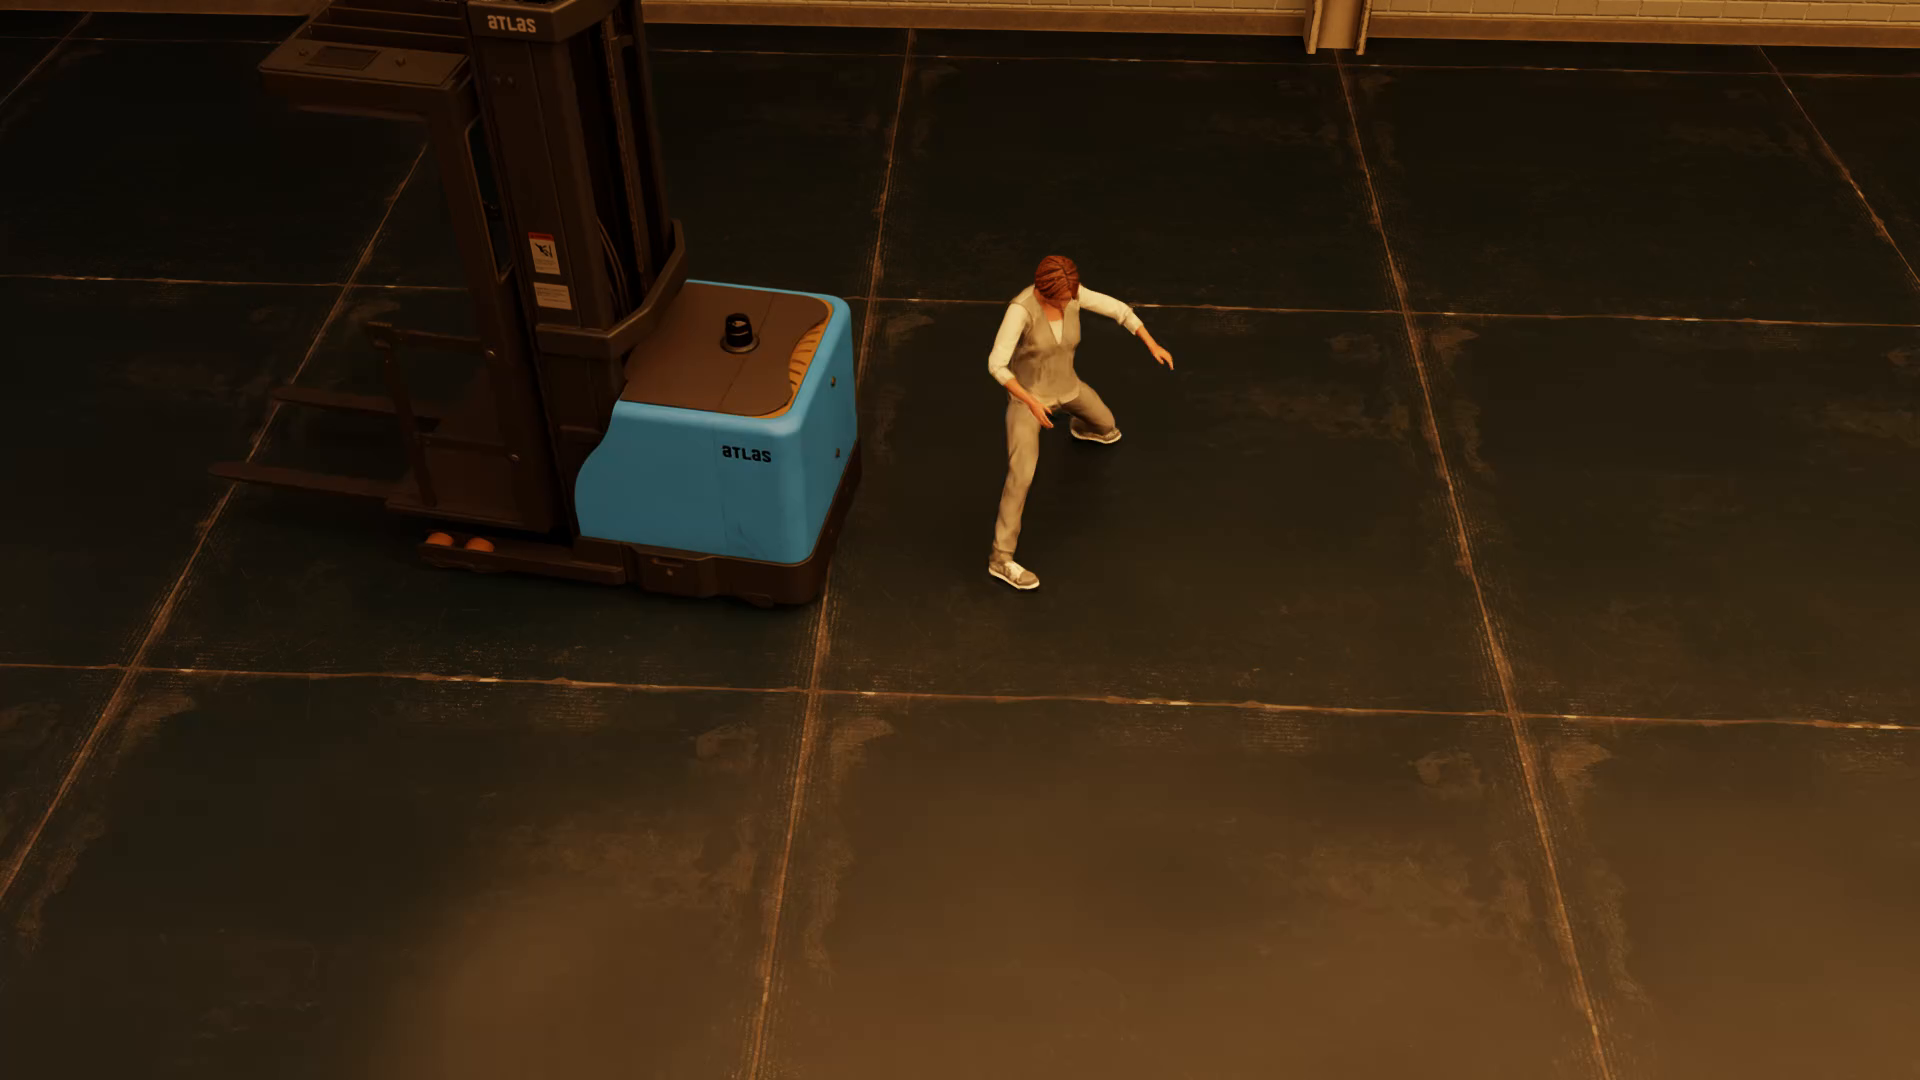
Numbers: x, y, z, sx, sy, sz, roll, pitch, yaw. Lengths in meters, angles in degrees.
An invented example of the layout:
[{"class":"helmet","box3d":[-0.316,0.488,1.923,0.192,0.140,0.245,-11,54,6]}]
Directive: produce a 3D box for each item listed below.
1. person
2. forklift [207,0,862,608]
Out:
[{"class":"person","box3d":[0.499,-0.670,7.612,1.110,1.390,0.839,-23,47,-23]},{"class":"forklift","box3d":[-2.050,-1.270,7.133,3.031,2.935,1.130,8,43,8]}]
